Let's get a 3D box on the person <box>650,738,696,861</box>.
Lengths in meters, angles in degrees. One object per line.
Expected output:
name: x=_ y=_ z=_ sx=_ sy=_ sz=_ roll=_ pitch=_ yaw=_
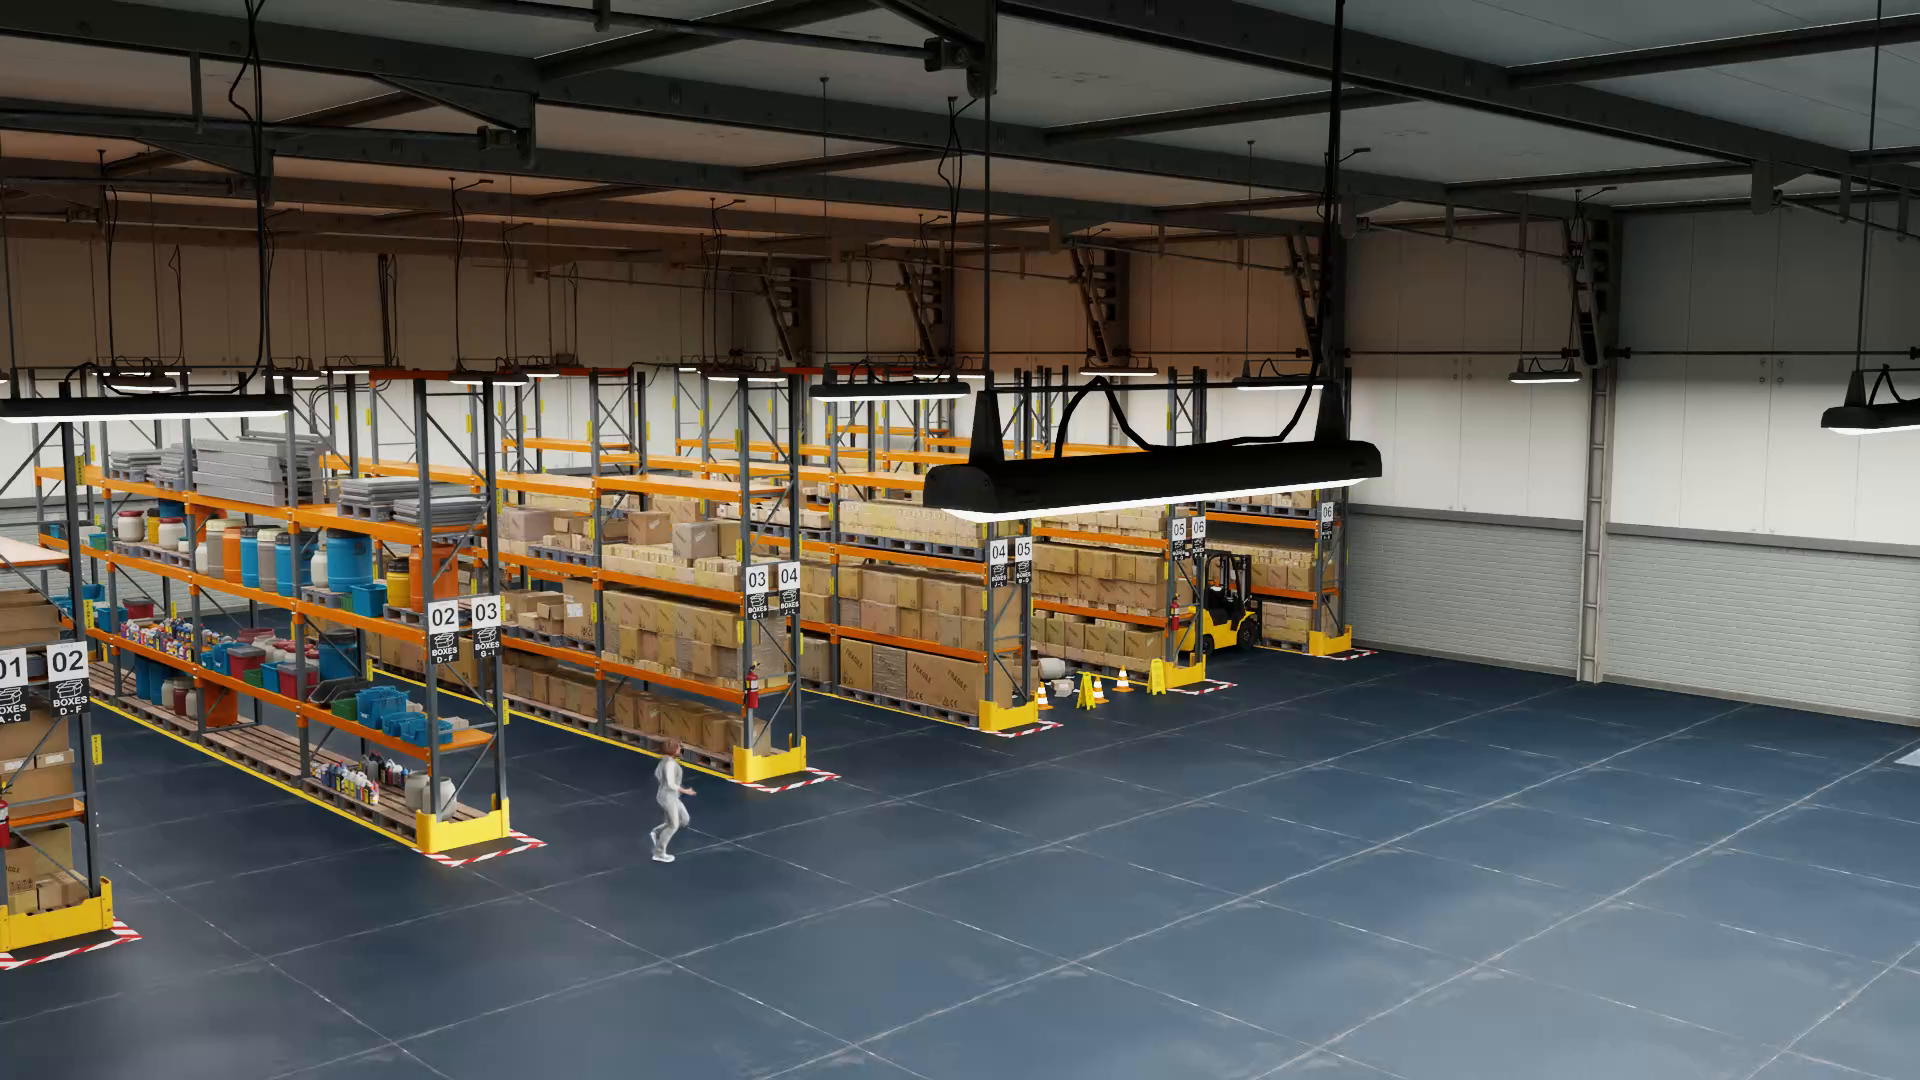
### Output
person: x=-3.581 y=3.230 z=20.735 sx=0.573 sy=1.555 sz=0.524 roll=-1 pitch=7 yaw=-12
